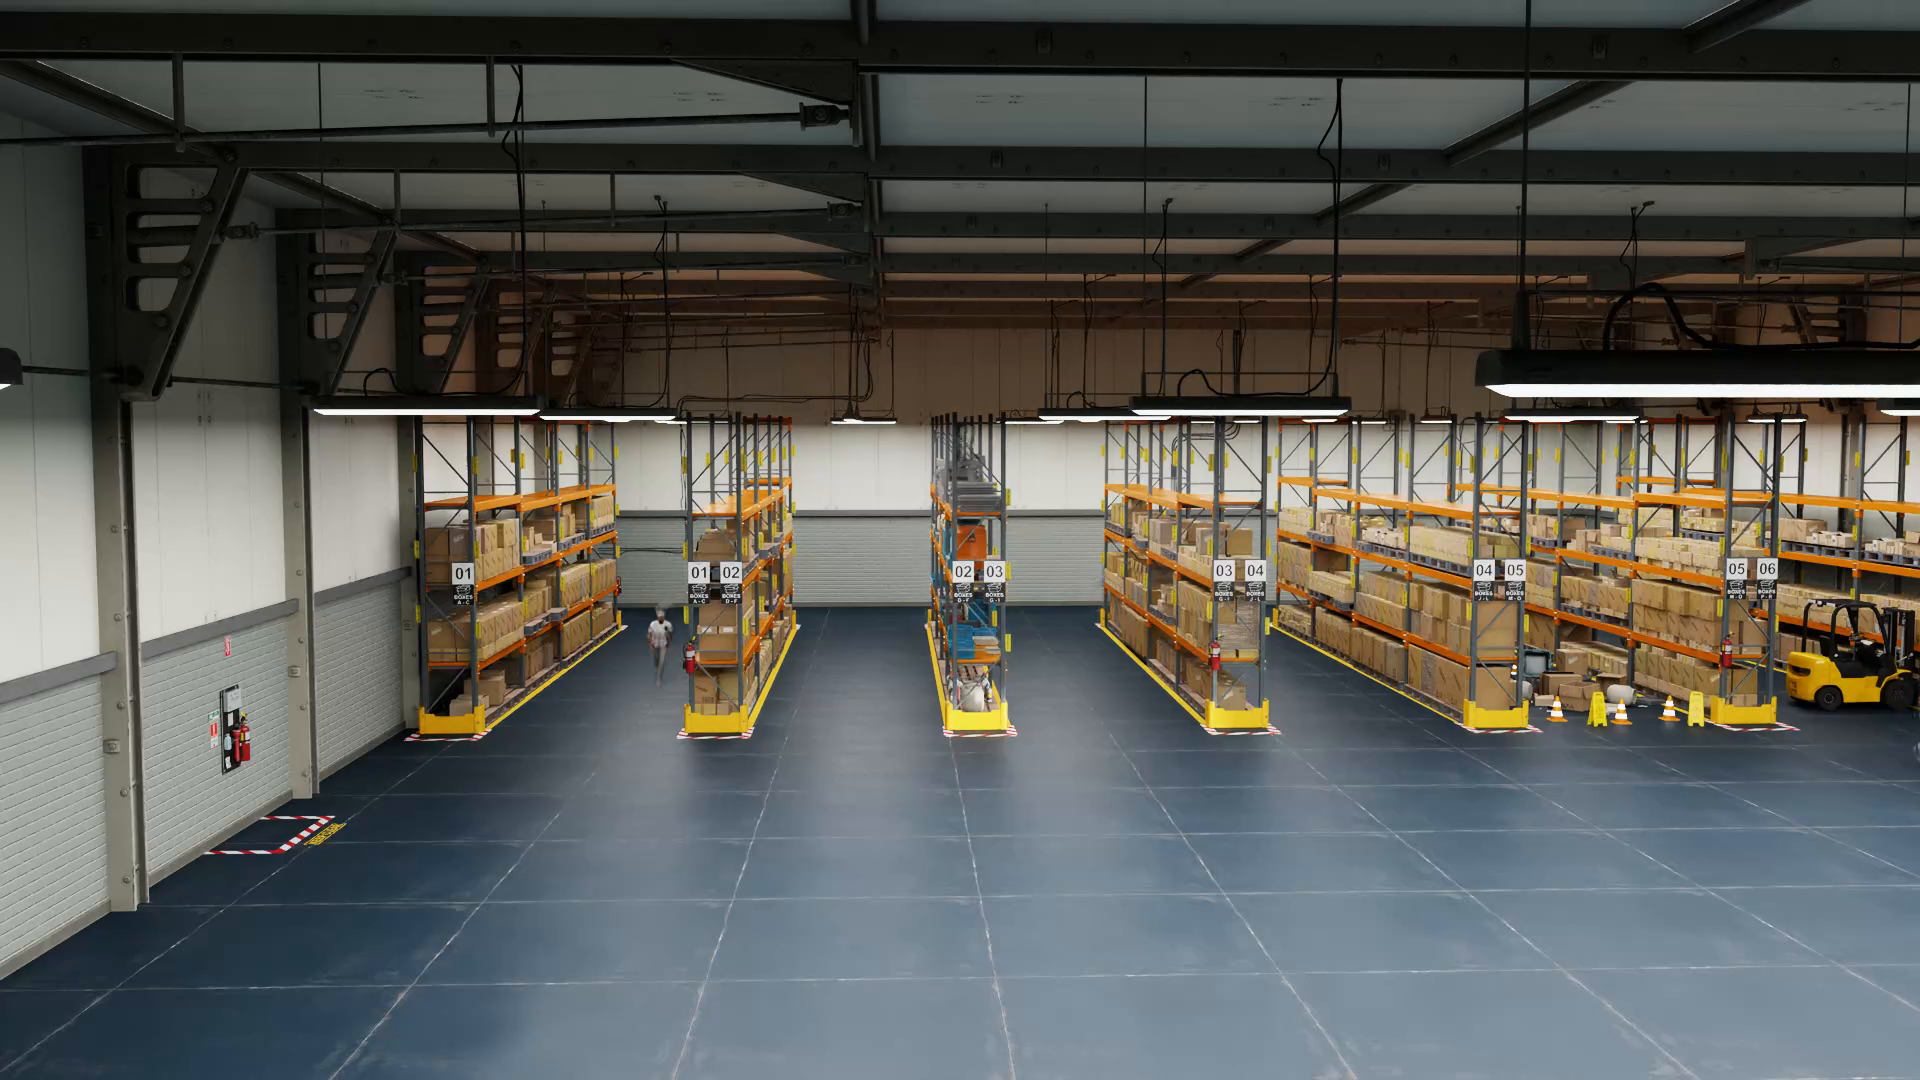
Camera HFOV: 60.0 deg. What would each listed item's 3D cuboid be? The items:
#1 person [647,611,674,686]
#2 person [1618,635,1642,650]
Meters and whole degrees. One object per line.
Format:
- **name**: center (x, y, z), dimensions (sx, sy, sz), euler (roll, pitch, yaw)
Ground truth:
- **person**: center (-6.694, 2.390, 37.223), dimensions (0.574, 1.682, 0.937), euler (0, 4, -4)
- **person**: center (16.610, 2.032, 41.223), dimensions (0.724, 1.794, 0.952), euler (0, 4, -3)
